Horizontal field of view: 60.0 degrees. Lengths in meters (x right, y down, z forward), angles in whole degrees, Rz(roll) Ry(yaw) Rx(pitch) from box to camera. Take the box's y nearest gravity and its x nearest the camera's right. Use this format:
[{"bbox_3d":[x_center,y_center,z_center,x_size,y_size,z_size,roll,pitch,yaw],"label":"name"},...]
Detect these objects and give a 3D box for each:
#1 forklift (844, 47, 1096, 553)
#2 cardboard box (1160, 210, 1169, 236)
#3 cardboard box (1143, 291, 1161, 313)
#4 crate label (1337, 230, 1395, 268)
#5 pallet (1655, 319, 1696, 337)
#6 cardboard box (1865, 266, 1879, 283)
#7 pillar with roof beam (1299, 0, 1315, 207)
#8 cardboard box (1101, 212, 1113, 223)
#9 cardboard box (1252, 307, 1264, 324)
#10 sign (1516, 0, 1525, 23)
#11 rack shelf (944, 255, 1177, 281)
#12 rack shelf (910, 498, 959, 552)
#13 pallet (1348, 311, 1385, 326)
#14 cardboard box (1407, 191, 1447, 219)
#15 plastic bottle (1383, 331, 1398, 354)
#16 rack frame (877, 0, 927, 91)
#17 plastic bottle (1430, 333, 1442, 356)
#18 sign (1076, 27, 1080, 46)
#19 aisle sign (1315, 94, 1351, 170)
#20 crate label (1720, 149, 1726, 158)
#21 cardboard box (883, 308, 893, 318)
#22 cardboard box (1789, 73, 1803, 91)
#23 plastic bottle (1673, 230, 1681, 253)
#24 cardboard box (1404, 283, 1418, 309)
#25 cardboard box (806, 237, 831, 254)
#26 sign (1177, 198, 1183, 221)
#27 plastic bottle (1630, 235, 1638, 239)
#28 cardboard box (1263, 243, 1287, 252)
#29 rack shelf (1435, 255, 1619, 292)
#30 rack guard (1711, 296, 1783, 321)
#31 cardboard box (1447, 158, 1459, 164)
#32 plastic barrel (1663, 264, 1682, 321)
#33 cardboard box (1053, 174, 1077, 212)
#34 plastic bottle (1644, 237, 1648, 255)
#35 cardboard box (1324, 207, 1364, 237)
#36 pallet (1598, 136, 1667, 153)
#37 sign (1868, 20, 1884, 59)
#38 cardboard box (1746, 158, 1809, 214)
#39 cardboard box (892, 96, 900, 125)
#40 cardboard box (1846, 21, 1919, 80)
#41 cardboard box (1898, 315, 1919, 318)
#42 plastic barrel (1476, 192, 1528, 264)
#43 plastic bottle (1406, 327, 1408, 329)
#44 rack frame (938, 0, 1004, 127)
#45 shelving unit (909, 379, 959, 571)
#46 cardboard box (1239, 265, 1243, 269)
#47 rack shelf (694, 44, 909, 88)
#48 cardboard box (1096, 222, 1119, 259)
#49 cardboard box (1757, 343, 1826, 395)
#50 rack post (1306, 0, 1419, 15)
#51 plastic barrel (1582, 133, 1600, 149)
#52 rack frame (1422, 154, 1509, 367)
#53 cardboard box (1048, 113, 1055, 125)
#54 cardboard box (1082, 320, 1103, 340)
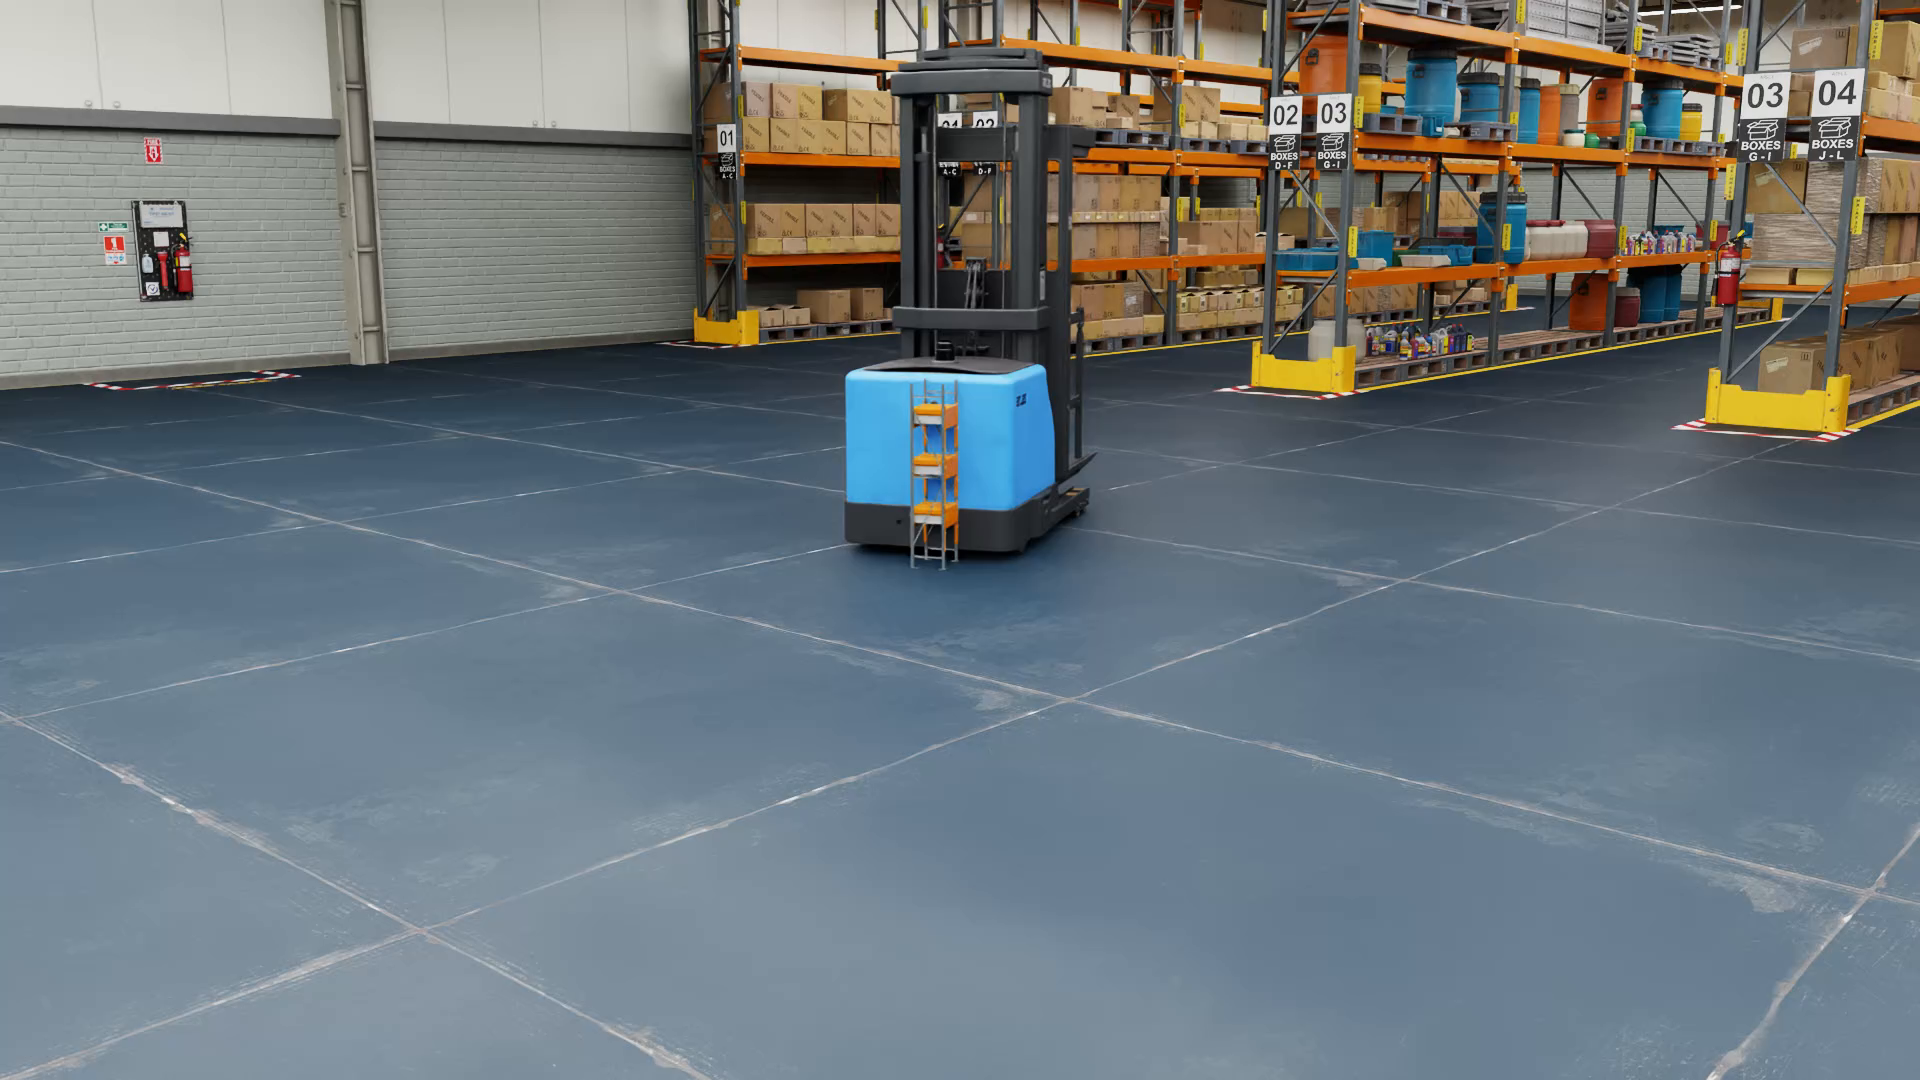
[{"bbox_3d":[0.239,-1.607,10.772,1.130,2.935,3.031,3,12,17],"label":"forklift"},{"bbox_3d":[3.887,-6.246,32.760,0.500,0.500,0.500,10,15,41],"label":"cardboard box"},{"bbox_3d":[2.826,-3.631,25.247,0.500,0.311,0.500,10,15,40],"label":"cardboard box"},{"bbox_3d":[4.864,-3.495,19.961,0.502,0.435,0.616,10,15,40],"label":"crate label"},{"bbox_3d":[11.233,-3.462,27.005,1.003,0.211,1.213,10,15,40],"label":"pallet"},{"bbox_3d":[8.615,-2.564,16.031,0.380,0.149,0.250,10,15,40],"label":"cardboard box"},{"bbox_3d":[11.338,-9.701,35.807,9.100,9.000,0.548,10,15,40],"label":"pillar with roof beam"},{"bbox_3d":[1.916,-4.514,23.243,0.380,0.149,0.250,10,15,42],"label":"cardboard box"},{"bbox_3d":[4.579,-3.589,26.468,0.500,0.250,0.500,10,15,42],"label":"cardboard box"},{"bbox_3d":[6.898,-6.527,20.449,0.100,0.325,0.005,10,15,40],"label":"sign"},{"bbox_3d":[1.454,-3.754,23.187,1.077,0.370,4.000,10,15,40],"label":"rack shelf"},{"bbox_3d":[-0.145,-0.087,9.438,0.215,0.259,0.240,3,12,17],"label":"rack shelf"},{"bbox_3d":[6.741,-3.906,29.229,1.003,0.211,1.213,10,15,40],"label":"pallet"},{"bbox_3d":[8.577,-6.151,30.540,0.500,0.500,0.500,10,15,42],"label":"cardboard box"},{"bbox_3d":[5.371,-2.470,20.749,0.152,0.276,0.135,10,15,40],"label":"plastic bottle"},{"bbox_3d":[-0.949,-7.983,27.206,1.000,3.000,0.127,10,15,40],"label":"rack frame"},{"bbox_3d":[5.834,-2.409,20.447,0.152,0.276,0.135,10,15,41],"label":"plastic bottle"},{"bbox_3d":[2.105,-9.000,29.709,0.100,0.325,0.005,10,15,40],"label":"sign"},{"bbox_3d":[4.025,-4.398,17.937,0.394,0.787,0.004,10,15,40],"label":"aisle sign"},{"bbox_3d":[12.313,-6.314,27.179,0.293,0.136,0.466,10,15,40],"label":"crate label"},{"bbox_3d":[-1.280,-3.785,27.614,0.380,0.166,0.250,7,14,33],"label":"cardboard box"},{"bbox_3d":[7.521,-4.206,15.316,0.380,0.149,0.250,10,15,40],"label":"cardboard box"},{"bbox_3d":[11.290,-4.709,26.253,0.144,0.351,0.185,10,15,40],"label":"plastic bottle"},{"bbox_3d":[7.945,-4.459,30.135,0.500,0.500,0.500,10,15,40],"label":"cardboard box"},{"bbox_3d":[-2.356,-4.572,25.777,0.500,0.250,0.500,9,15,39],"label":"cardboard box"},{"bbox_3d":[3.192,-4.793,24.139,0.100,0.325,0.005,10,15,40],"label":"sign"},{"bbox_3d":[10.685,-4.702,26.411,0.152,0.276,0.135,10,15,40],"label":"plastic bottle"},{"bbox_3d":[5.028,-4.699,26.719,0.380,0.149,0.250,10,15,40],"label":"cardboard box"},{"bbox_3d":[7.813,-3.702,22.924,1.077,0.370,4.000,10,15,40],"label":"rack shelf"},{"bbox_3d":[14.420,-4.305,30.491,1.175,0.500,0.348,10,15,40],"label":"rack guard"},{"bbox_3d":[8.895,-7.088,30.767,0.500,0.250,0.500,10,15,40],"label":"cardboard box"},{"bbox_3d":[11.401,-4.037,27.048,0.600,0.901,0.708,10,15,40],"label":"plastic barrel"},{"bbox_3d":[1.162,-4.725,22.644,0.700,0.500,0.500,10,15,41],"label":"cardboard box"},{"bbox_3d":[10.369,-4.457,25.197,0.097,0.271,0.097,0,11,0],"label":"plastic bottle"},{"bbox_3d":[6.493,-5.462,28.572,0.500,0.500,0.700,-9,14,-37],"label":"cardboard box"},{"bbox_3d":[9.711,-5.827,24.552,1.003,0.211,1.213,10,15,40],"label":"pallet"},{"bbox_3d":[7.980,-4.361,14.497,0.100,0.325,0.005,10,15,40],"label":"sign"},{"bbox_3d":[7.750,-3.330,15.656,0.500,0.500,0.500,10,15,40],"label":"cardboard box"},{"bbox_3d":[-1.076,-6.953,26.845,0.500,0.500,0.500,8,14,36],"label":"cardboard box"},{"bbox_3d":[8.755,-4.626,15.765,0.500,0.500,0.500,10,15,40],"label":"cardboard box"},{"bbox_3d":[11.701,-2.430,19.977,0.500,0.500,0.700,-11,15,-43],"label":"cardboard box"},{"bbox_3d":[6.975,-4.024,21.420,0.600,0.901,0.708,10,15,40],"label":"plastic barrel"},{"bbox_3d":[5.760,-2.599,21.397,0.152,0.276,0.135,10,15,42],"label":"plastic bottle"},{"bbox_3d":[0.134,-6.755,21.055,1.000,3.000,0.127,10,15,40],"label":"rack frame"},{"bbox_3d":[-0.145,-0.370,9.382,0.215,1.050,0.252,3,12,17],"label":"shelving unit"},{"bbox_3d":[5.851,-5.885,35.669,0.380,0.149,0.250,10,15,41],"label":"cardboard box"},{"bbox_3d":[-2.270,-7.335,25.803,1.077,0.370,4.000,10,15,40],"label":"rack shelf"},{"bbox_3d":[1.809,-4.233,23.489,0.700,0.500,0.500,10,15,41],"label":"cardboard box"},{"bbox_3d":[7.997,-1.601,15.881,0.500,0.500,0.500,-9,14,-37],"label":"cardboard box"},{"bbox_3d":[4.447,-5.963,18.370,0.954,0.300,0.937,-10,15,-41],"label":"rack post"},{"bbox_3d":[9.008,-5.701,23.833,0.294,0.245,0.294,0,11,0],"label":"plastic barrel"},{"bbox_3d":[6.492,-3.760,21.380,1.000,3.000,0.127,10,15,40],"label":"rack frame"},{"bbox_3d":[1.043,-5.586,22.072,0.380,0.149,0.250,10,15,40],"label":"cardboard box"},{"bbox_3d":[1.646,-2.941,23.226,0.500,0.250,0.500,10,15,40],"label":"cardboard box"}]
